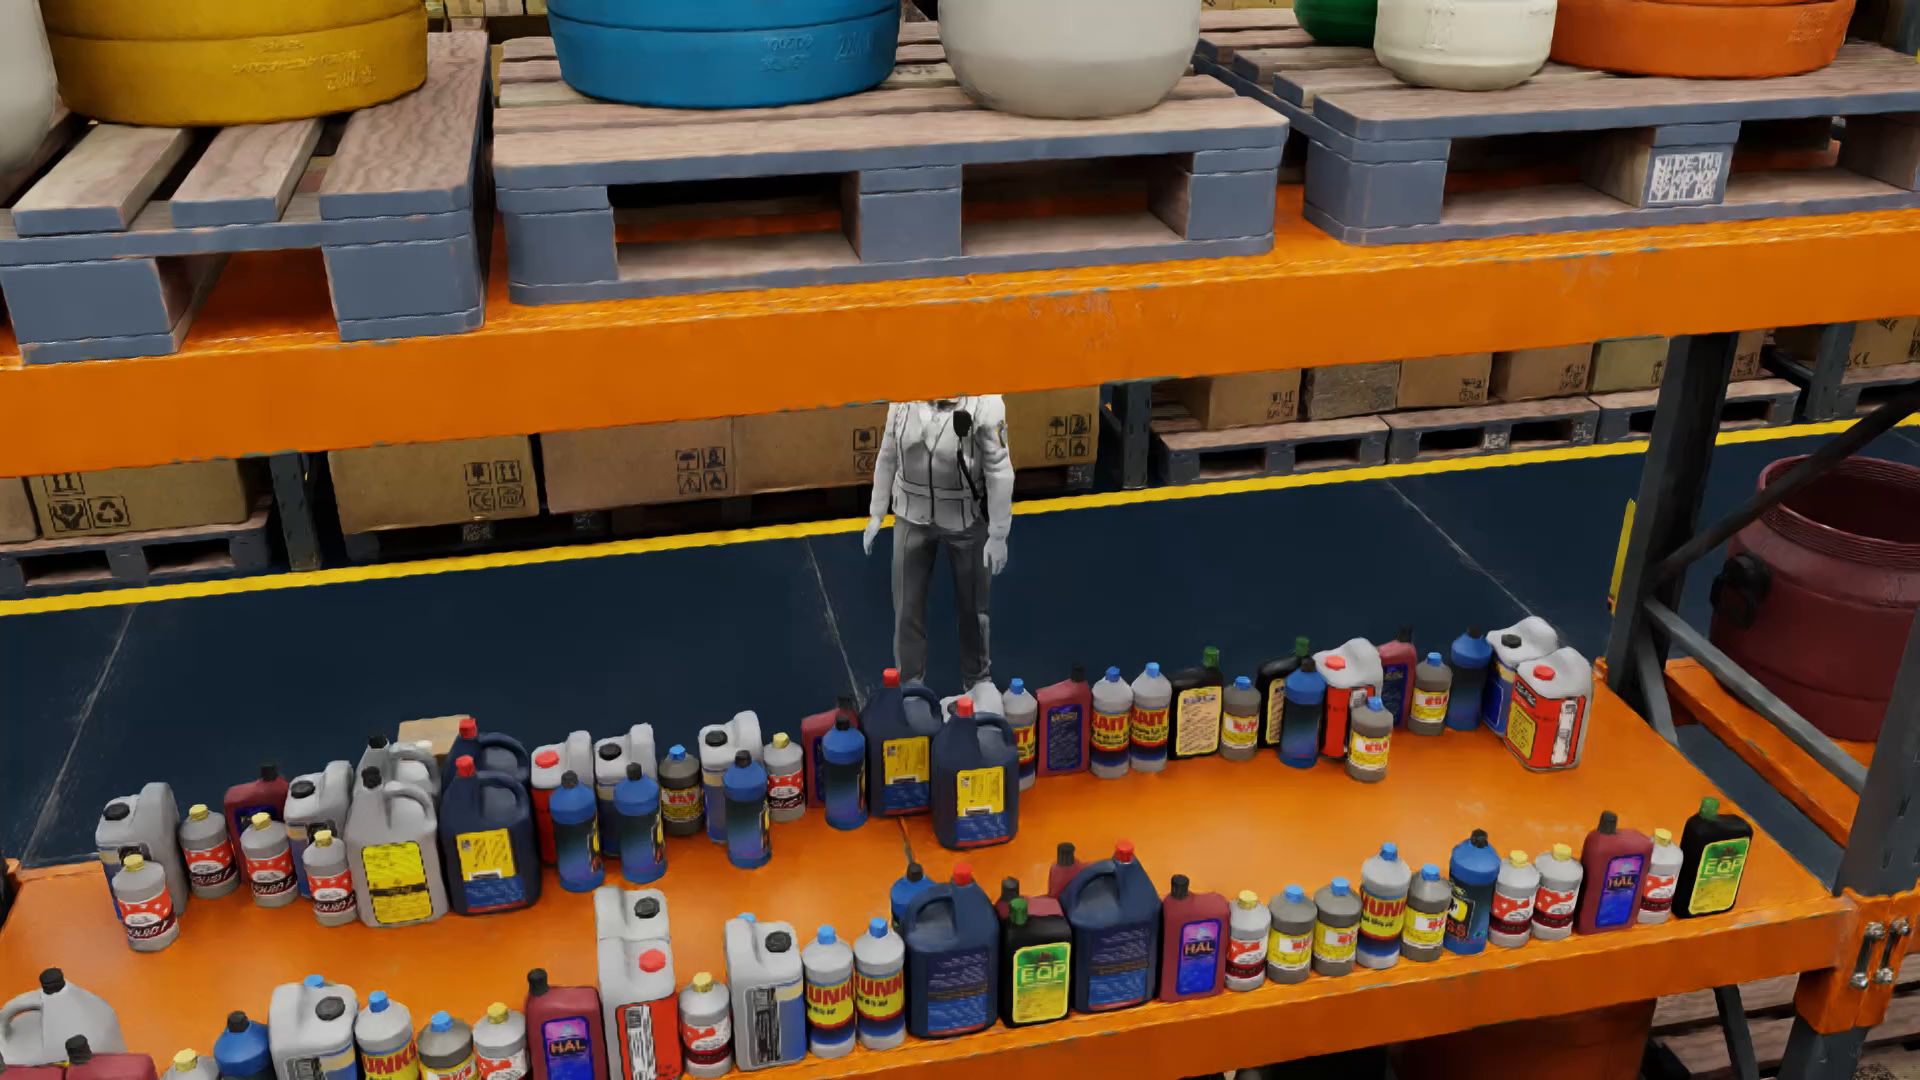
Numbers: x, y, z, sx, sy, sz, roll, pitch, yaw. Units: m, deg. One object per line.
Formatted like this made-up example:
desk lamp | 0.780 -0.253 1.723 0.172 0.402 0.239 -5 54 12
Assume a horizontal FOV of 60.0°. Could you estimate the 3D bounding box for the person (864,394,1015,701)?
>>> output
person | -0.088 -0.041 6.132 0.569 1.673 0.535 6 28 12
